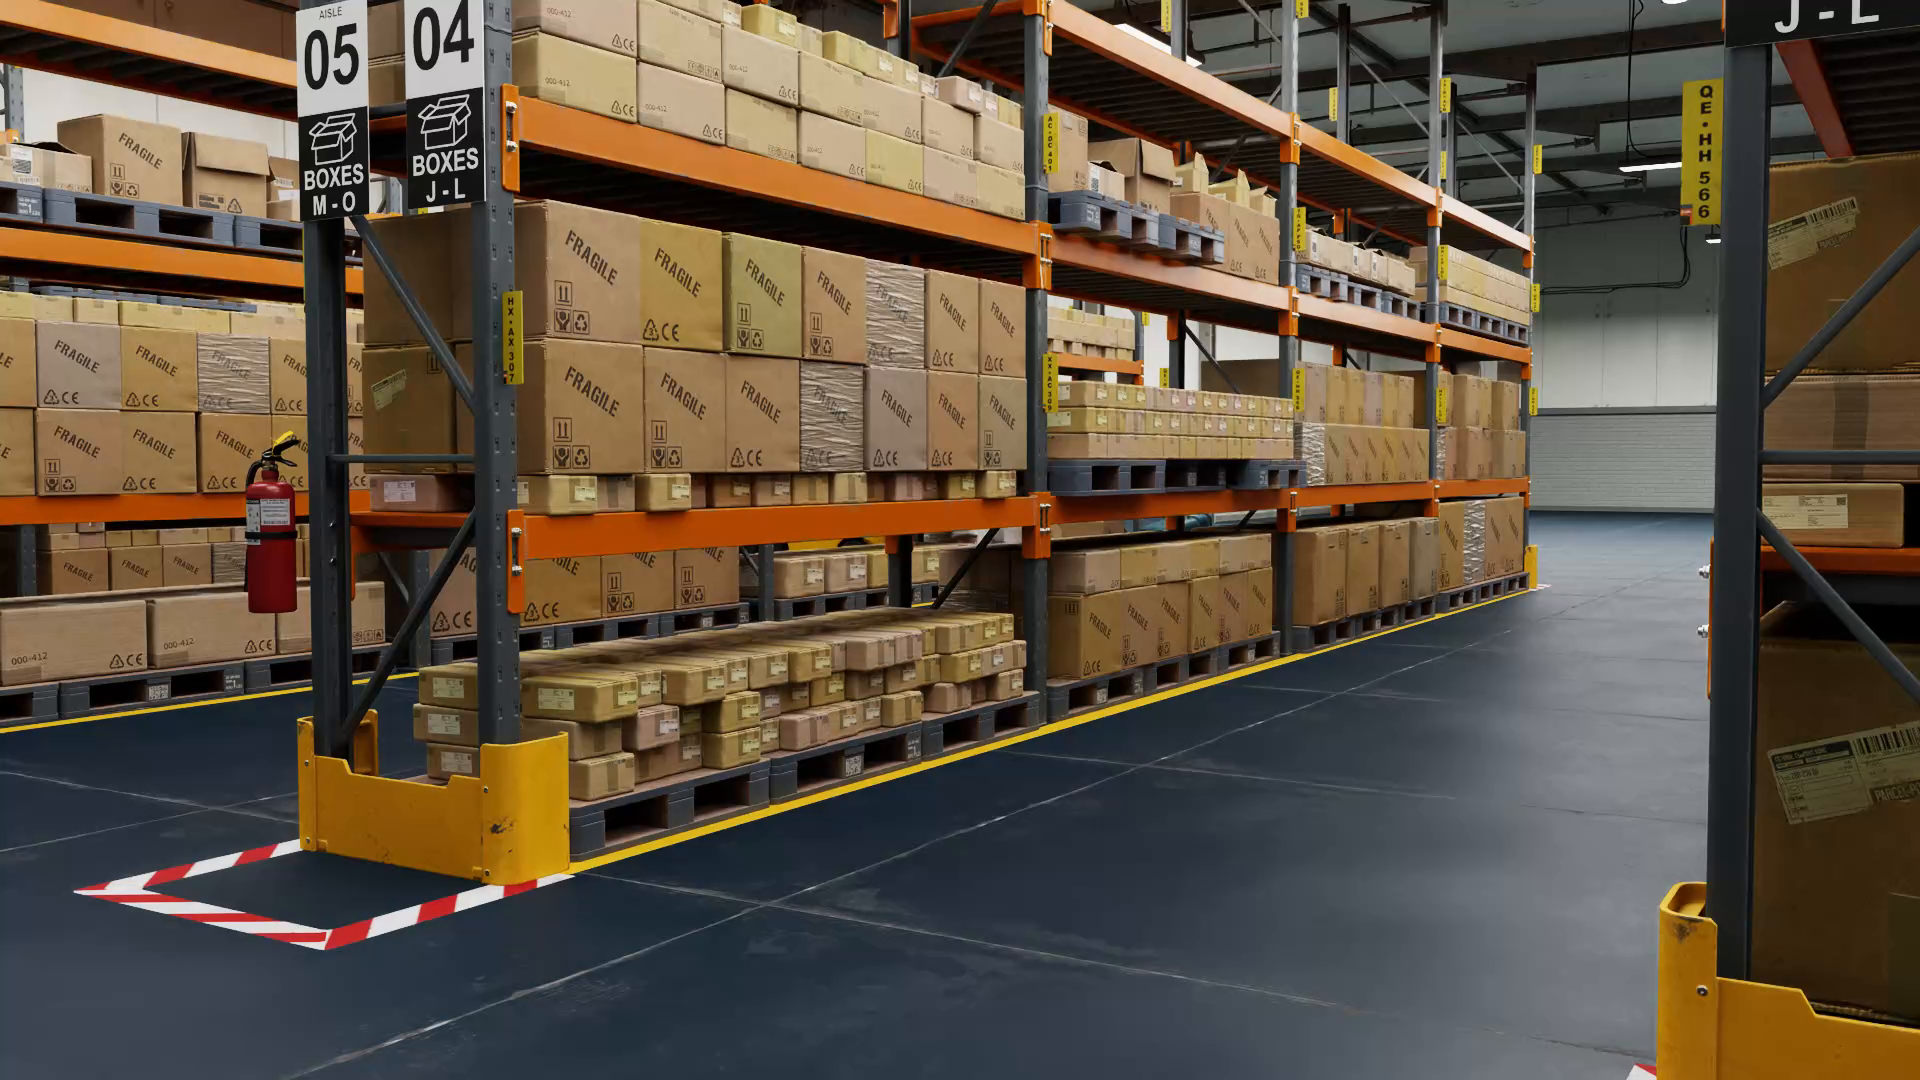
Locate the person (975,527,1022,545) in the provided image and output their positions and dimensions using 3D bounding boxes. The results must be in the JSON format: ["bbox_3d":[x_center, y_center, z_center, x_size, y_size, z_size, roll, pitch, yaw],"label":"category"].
[{"bbox_3d":[0.360,-0.007,12.999,0.606,1.789,0.386,2,3,32],"label":"person"}]
